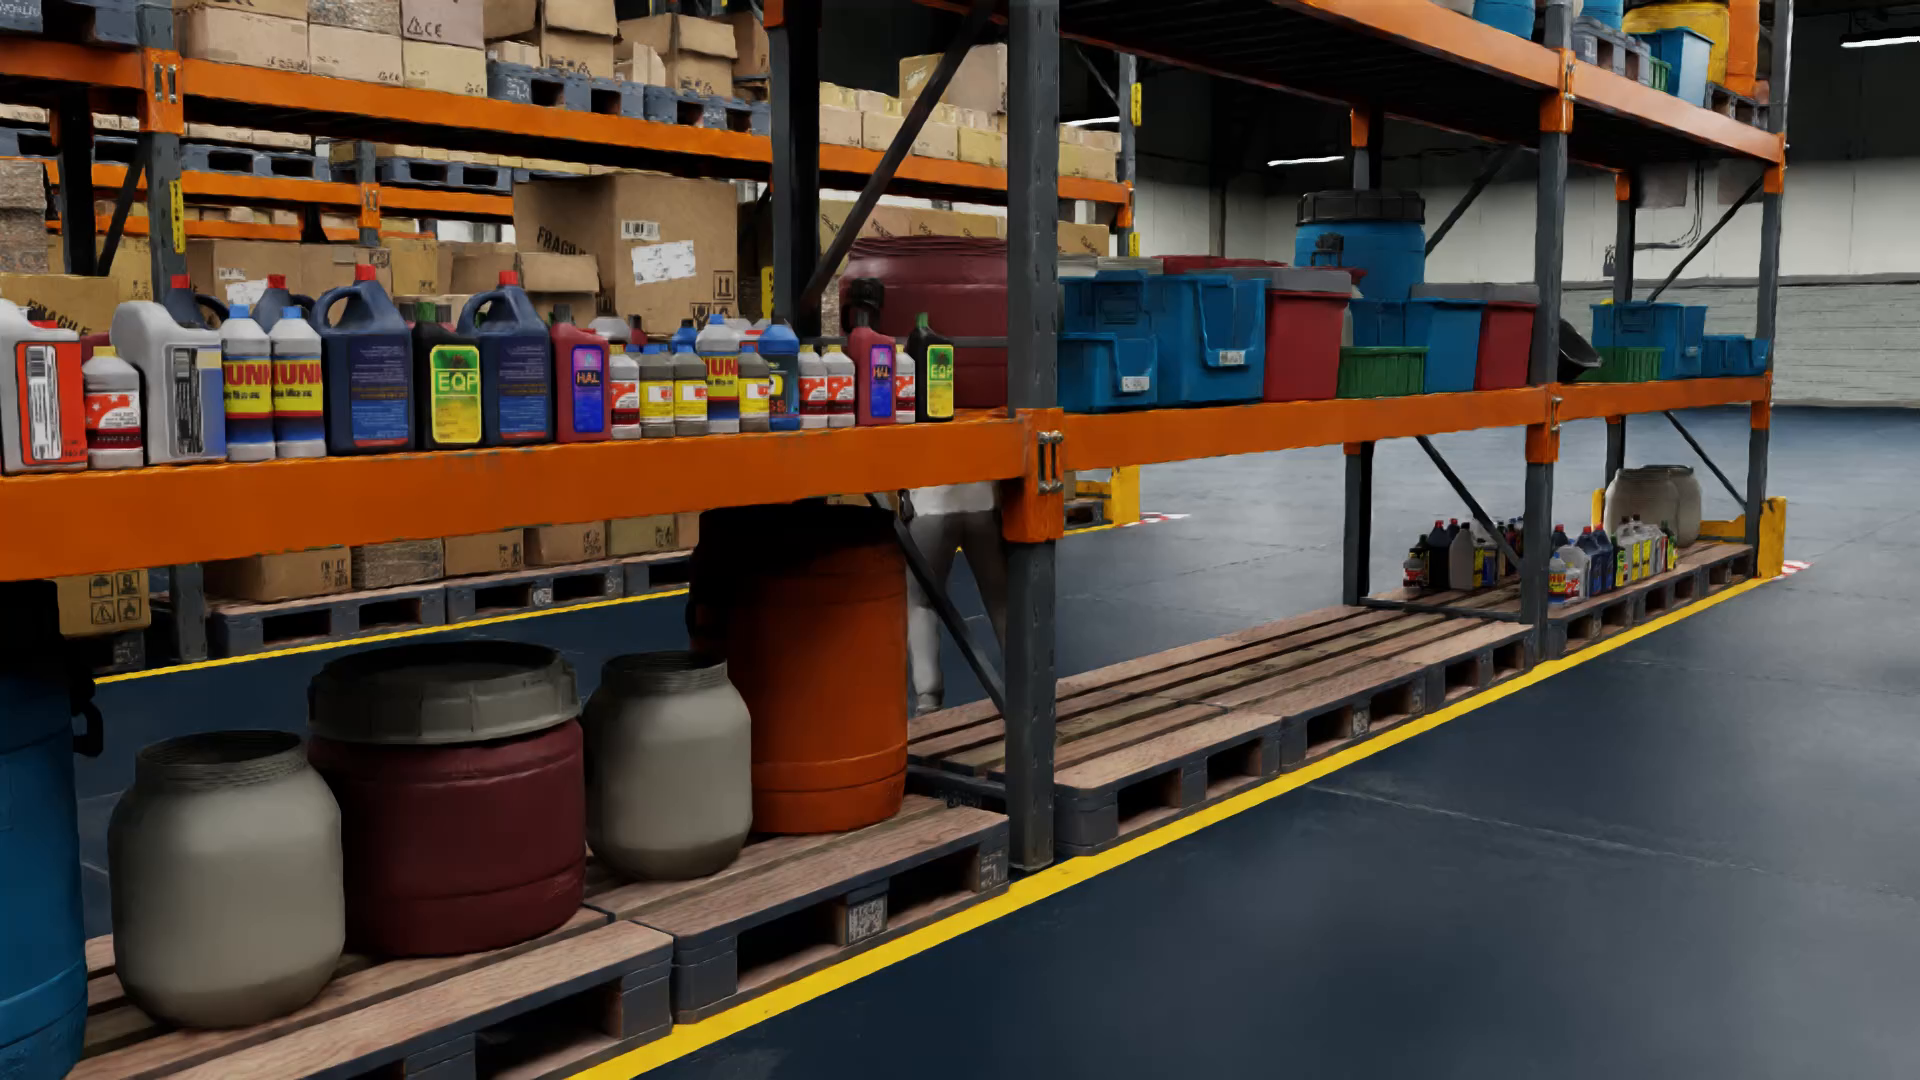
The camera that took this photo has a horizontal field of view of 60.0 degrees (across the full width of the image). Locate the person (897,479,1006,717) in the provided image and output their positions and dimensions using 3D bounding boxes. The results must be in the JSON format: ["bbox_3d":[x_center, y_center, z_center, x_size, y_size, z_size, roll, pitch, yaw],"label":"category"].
[{"bbox_3d":[0.040,-0.081,6.470,0.654,1.650,0.591,-3,7,-23],"label":"person"}]
